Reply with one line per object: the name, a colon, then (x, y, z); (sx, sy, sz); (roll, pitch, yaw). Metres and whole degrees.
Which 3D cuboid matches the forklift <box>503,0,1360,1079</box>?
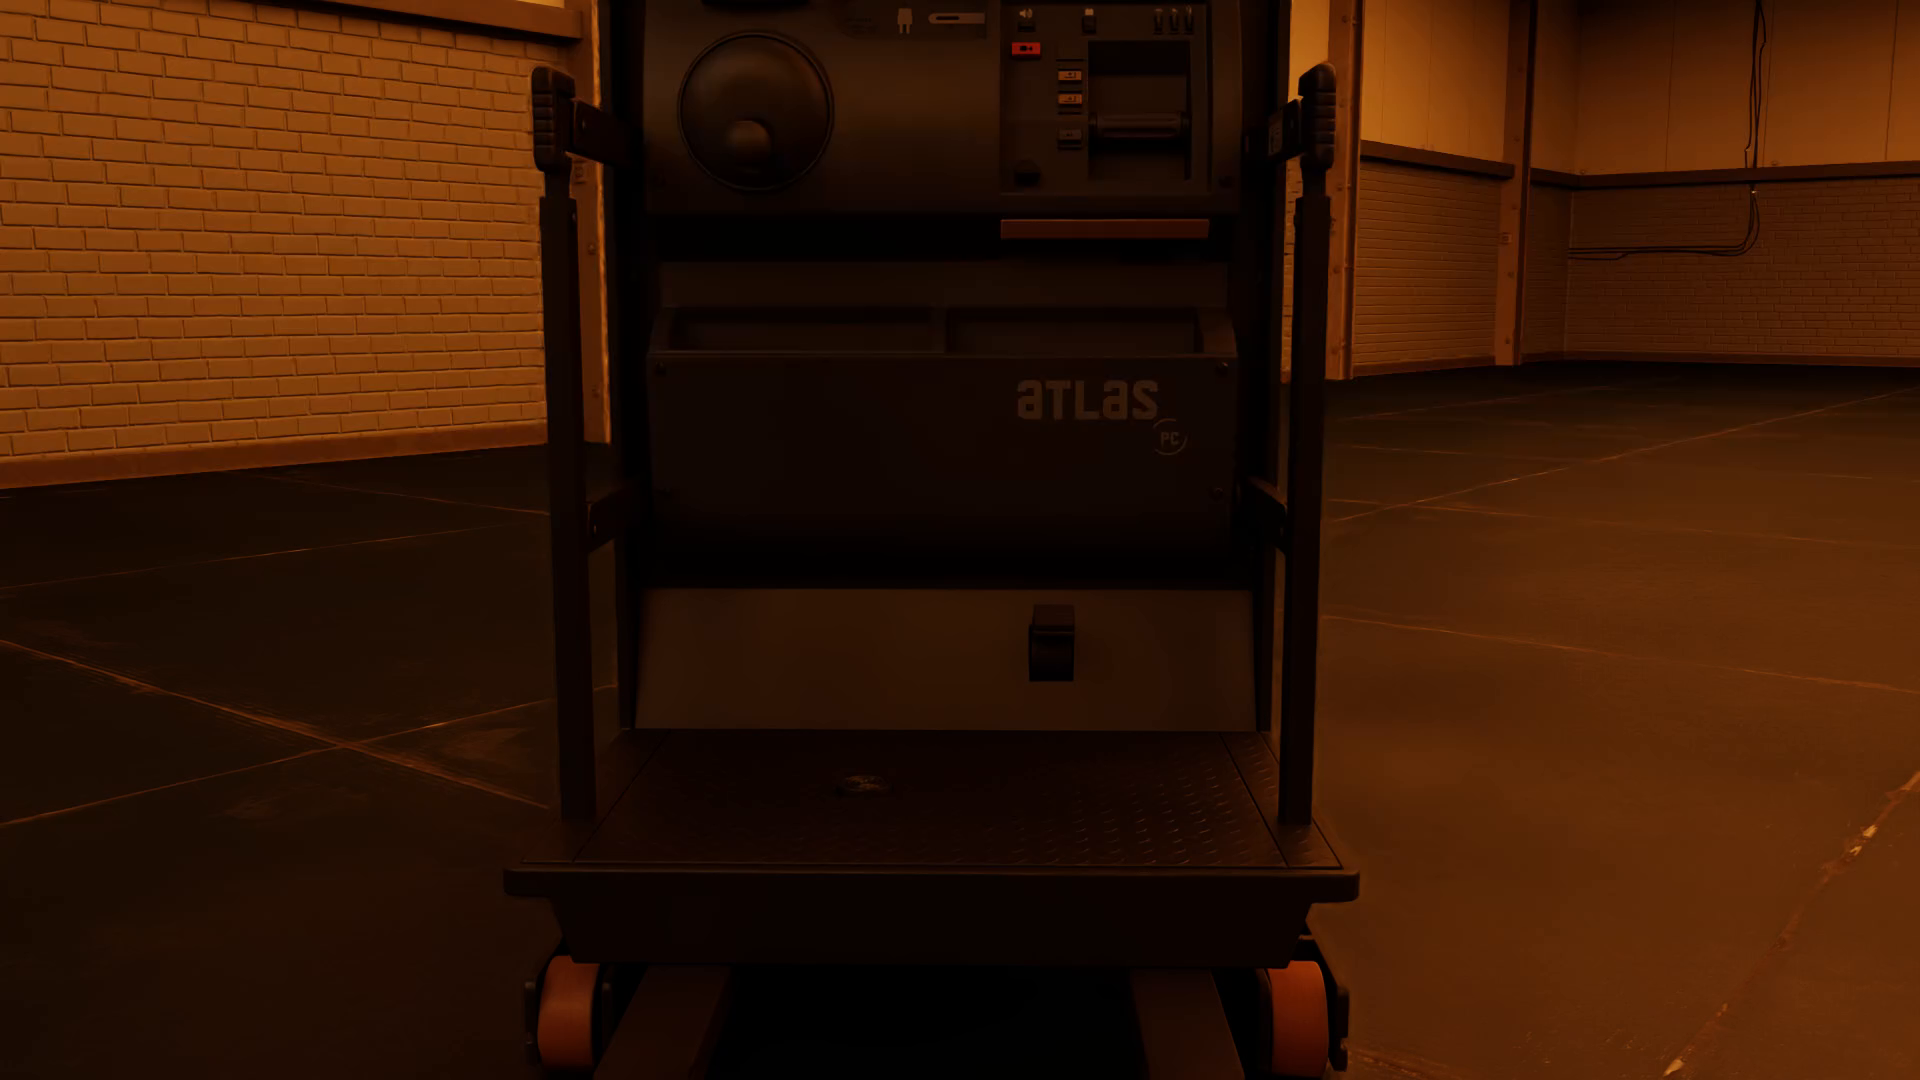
forklift: (-0.030, -0.749, 2.399); (1.130, 2.935, 3.031); (0, 8, 1)
